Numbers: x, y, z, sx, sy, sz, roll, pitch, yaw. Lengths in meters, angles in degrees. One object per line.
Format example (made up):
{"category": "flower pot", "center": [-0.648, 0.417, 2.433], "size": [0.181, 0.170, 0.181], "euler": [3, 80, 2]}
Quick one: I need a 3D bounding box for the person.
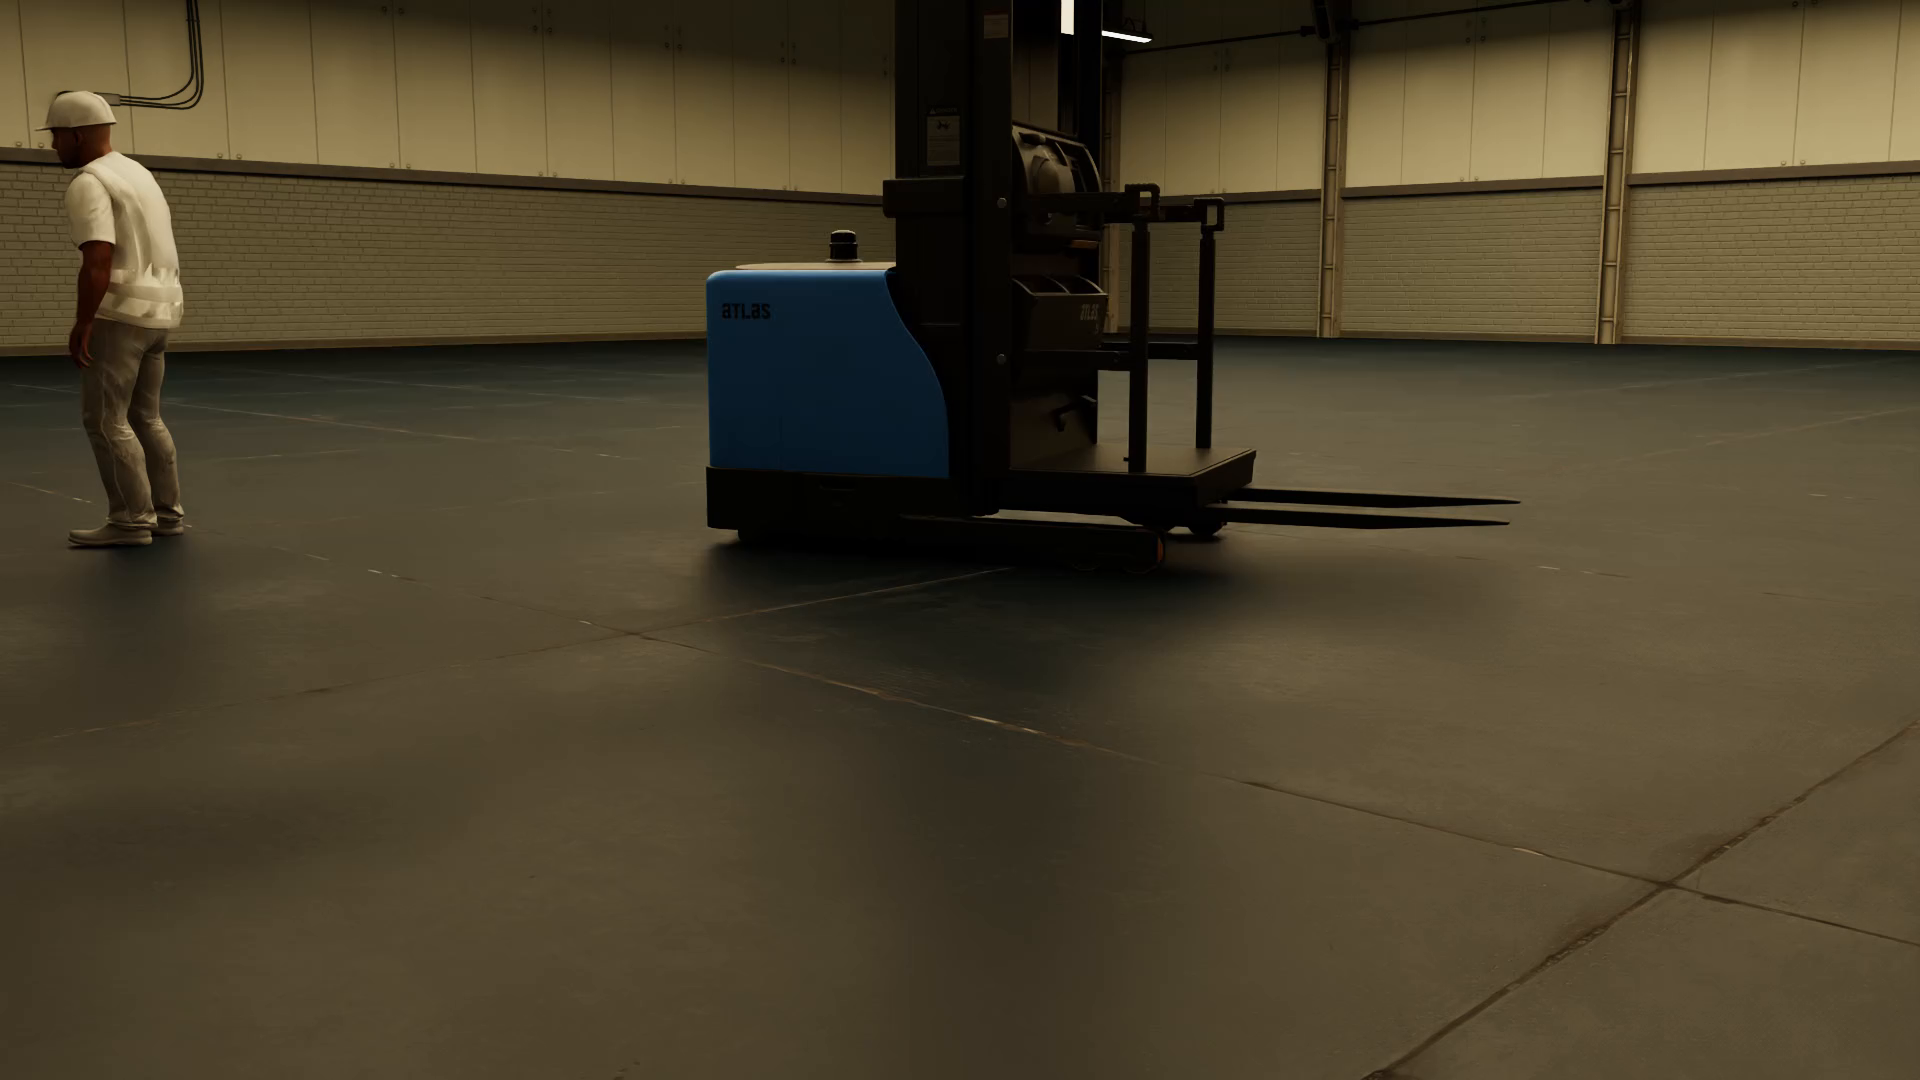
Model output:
{"category": "person", "center": [-3.330, -0.864, 6.562], "size": [0.461, 1.759, 0.631], "euler": [0, 9, -2]}

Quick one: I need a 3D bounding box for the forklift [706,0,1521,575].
{"category": "forklift", "center": [0.565, -1.416, 6.275], "size": [3.031, 2.935, 1.130], "euler": [3, 9, 22]}
